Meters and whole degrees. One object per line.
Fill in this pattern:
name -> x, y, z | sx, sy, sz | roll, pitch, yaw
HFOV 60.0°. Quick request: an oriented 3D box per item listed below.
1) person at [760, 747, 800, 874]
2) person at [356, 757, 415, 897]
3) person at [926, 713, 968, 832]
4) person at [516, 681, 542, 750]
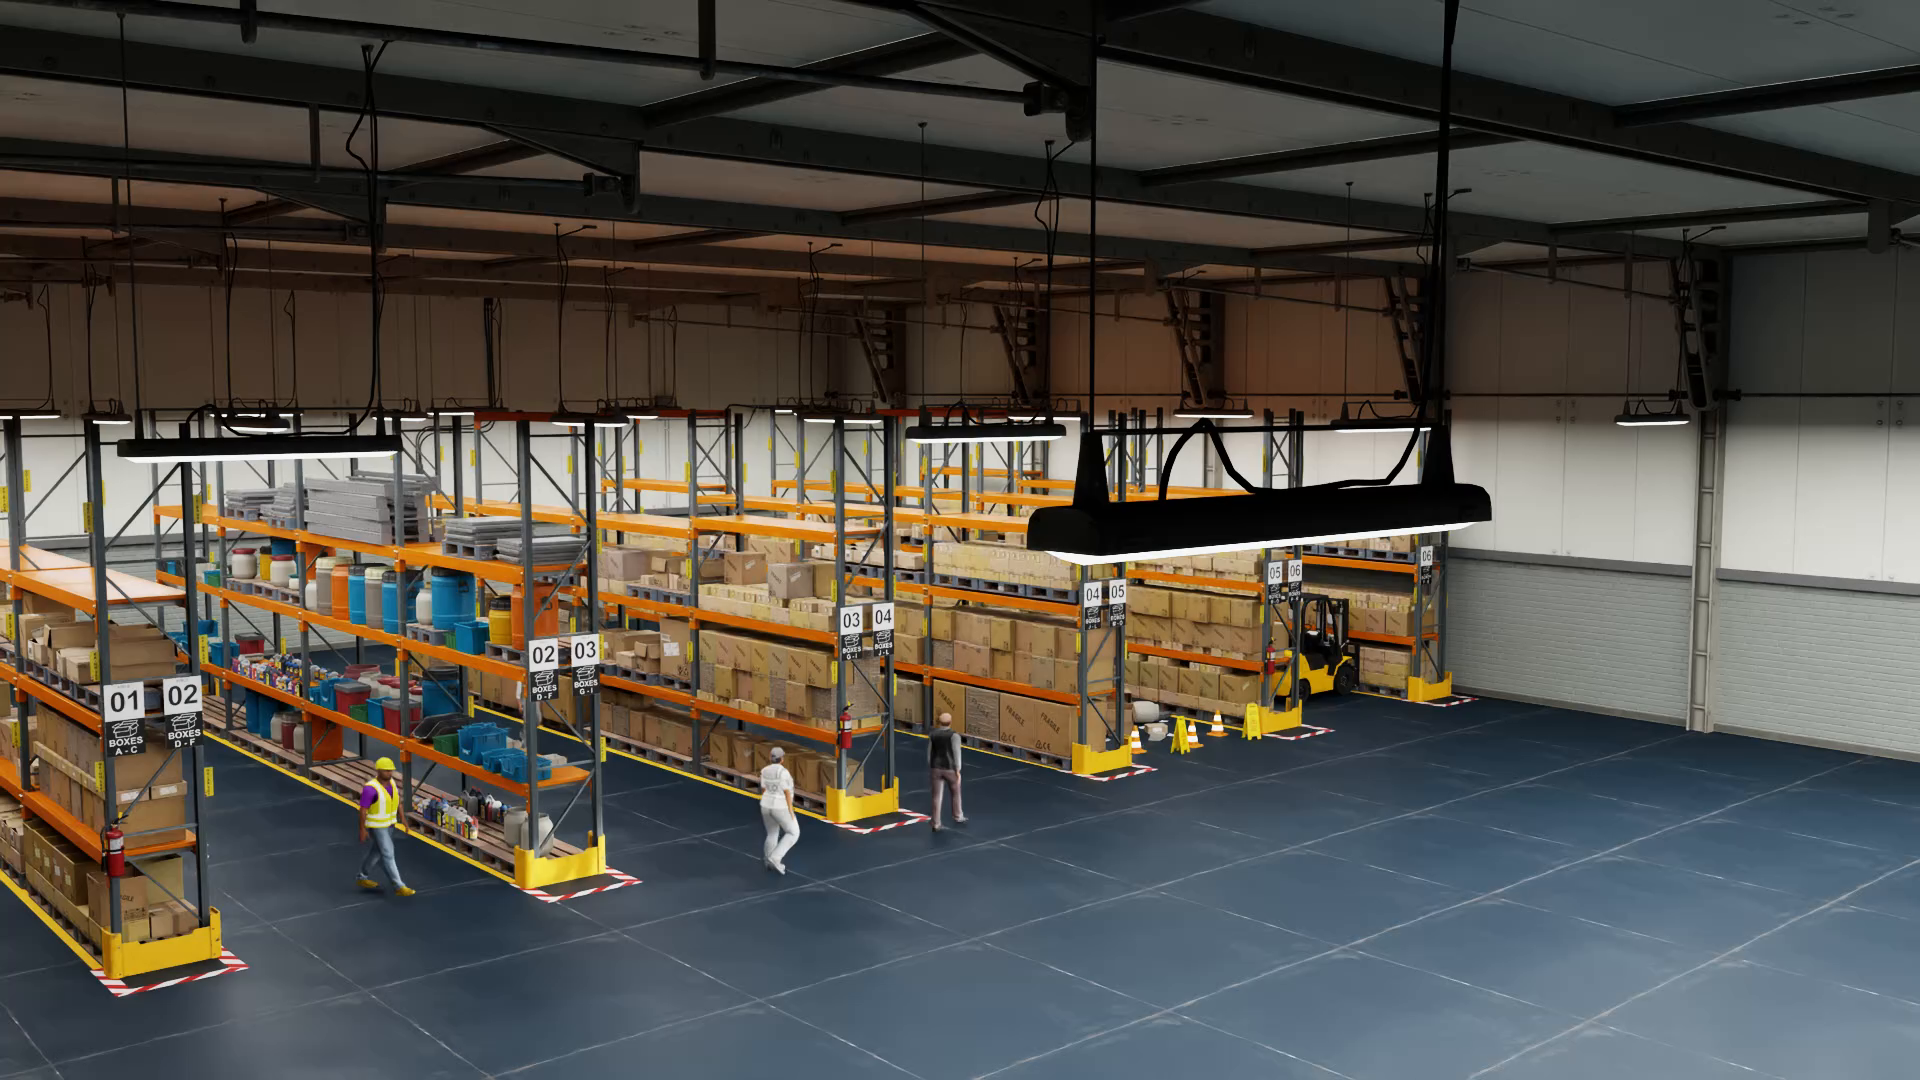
person -> -2.433, 3.560, 21.948 | 0.502, 1.660, 0.457 | 4, 7, 40
person -> -7.254, 3.597, 21.044 | 1.033, 1.705, 0.591 | 1, 5, 15
person -> -0.212, 3.346, 24.228 | 0.575, 1.670, 0.941 | 2, 5, 18
person -> -7.681, 2.939, 29.528 | 0.540, 1.604, 0.484 | 3, 6, 34
